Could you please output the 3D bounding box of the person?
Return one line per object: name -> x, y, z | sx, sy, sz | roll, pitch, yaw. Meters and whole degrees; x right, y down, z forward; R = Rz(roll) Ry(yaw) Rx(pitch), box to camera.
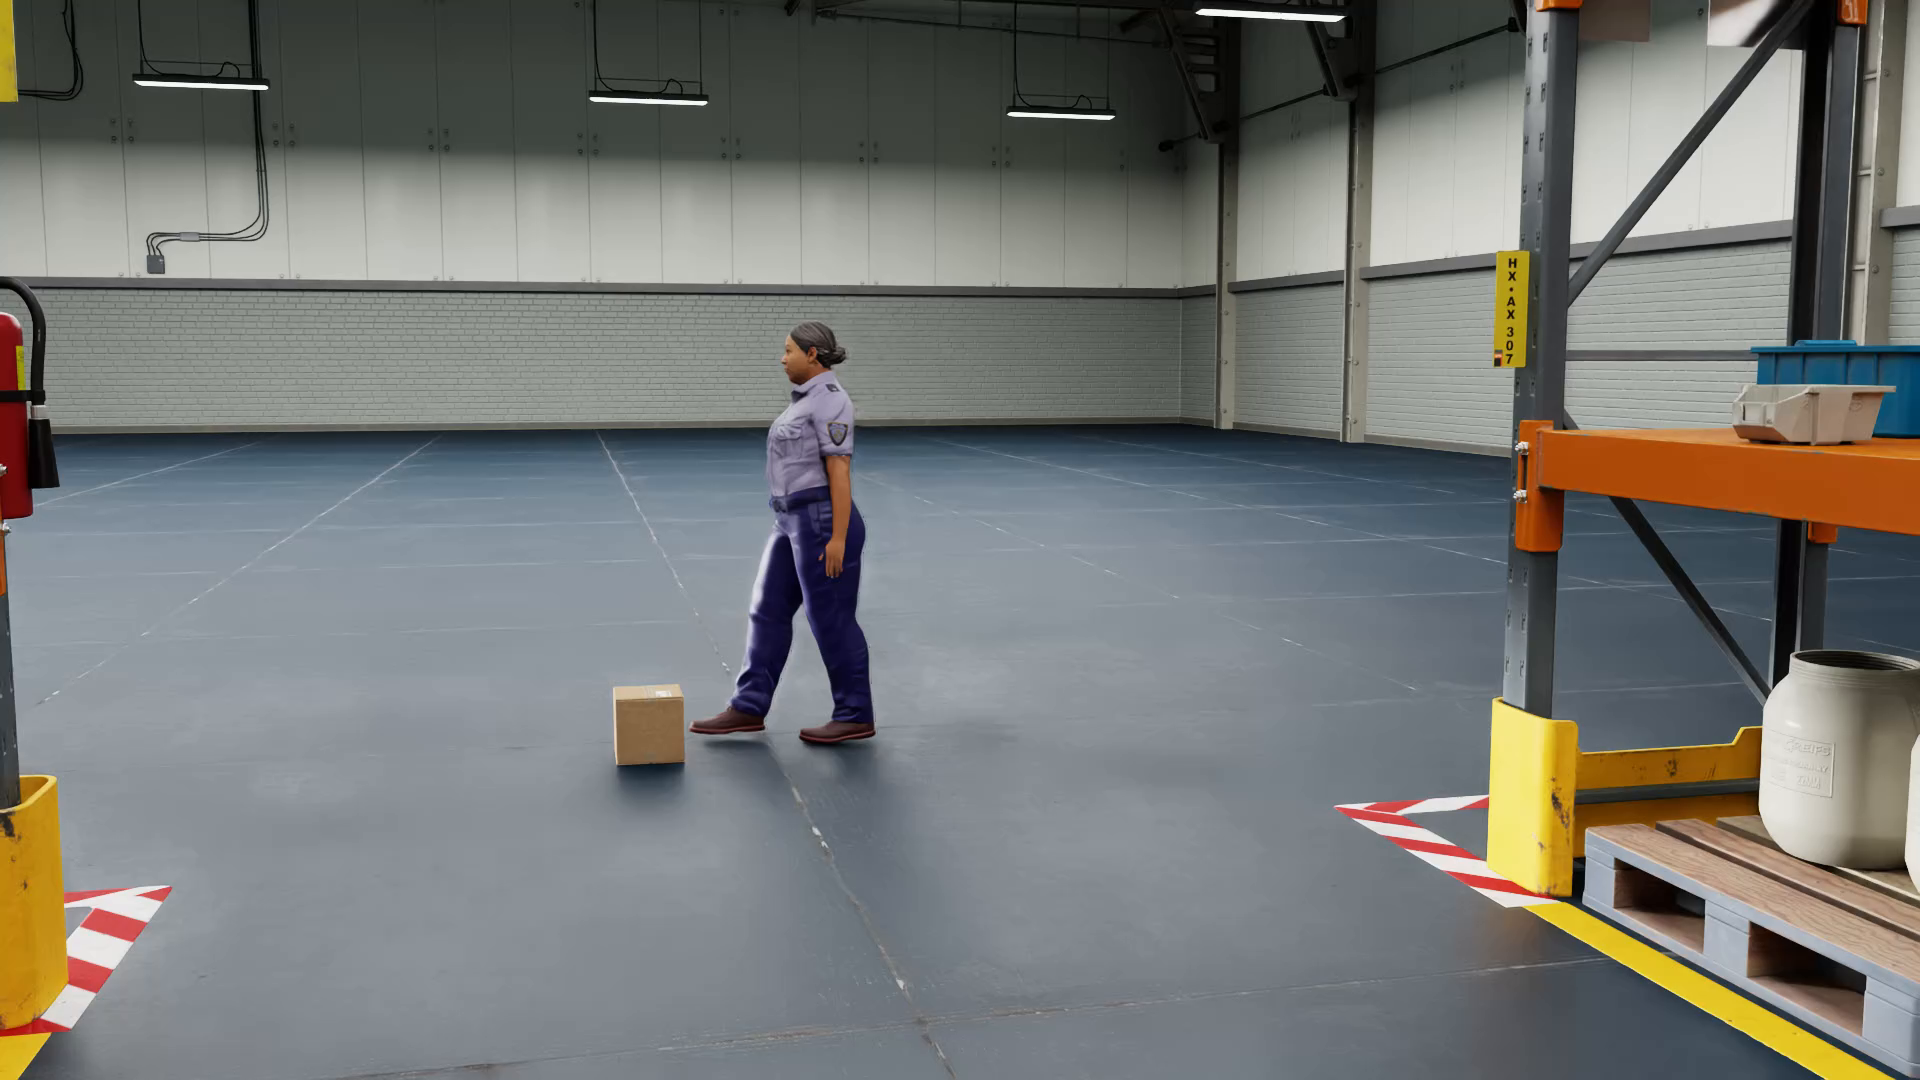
person -> -0.688, -0.026, 6.408 | 0.697, 1.639, 0.499 | -2, 7, -20
